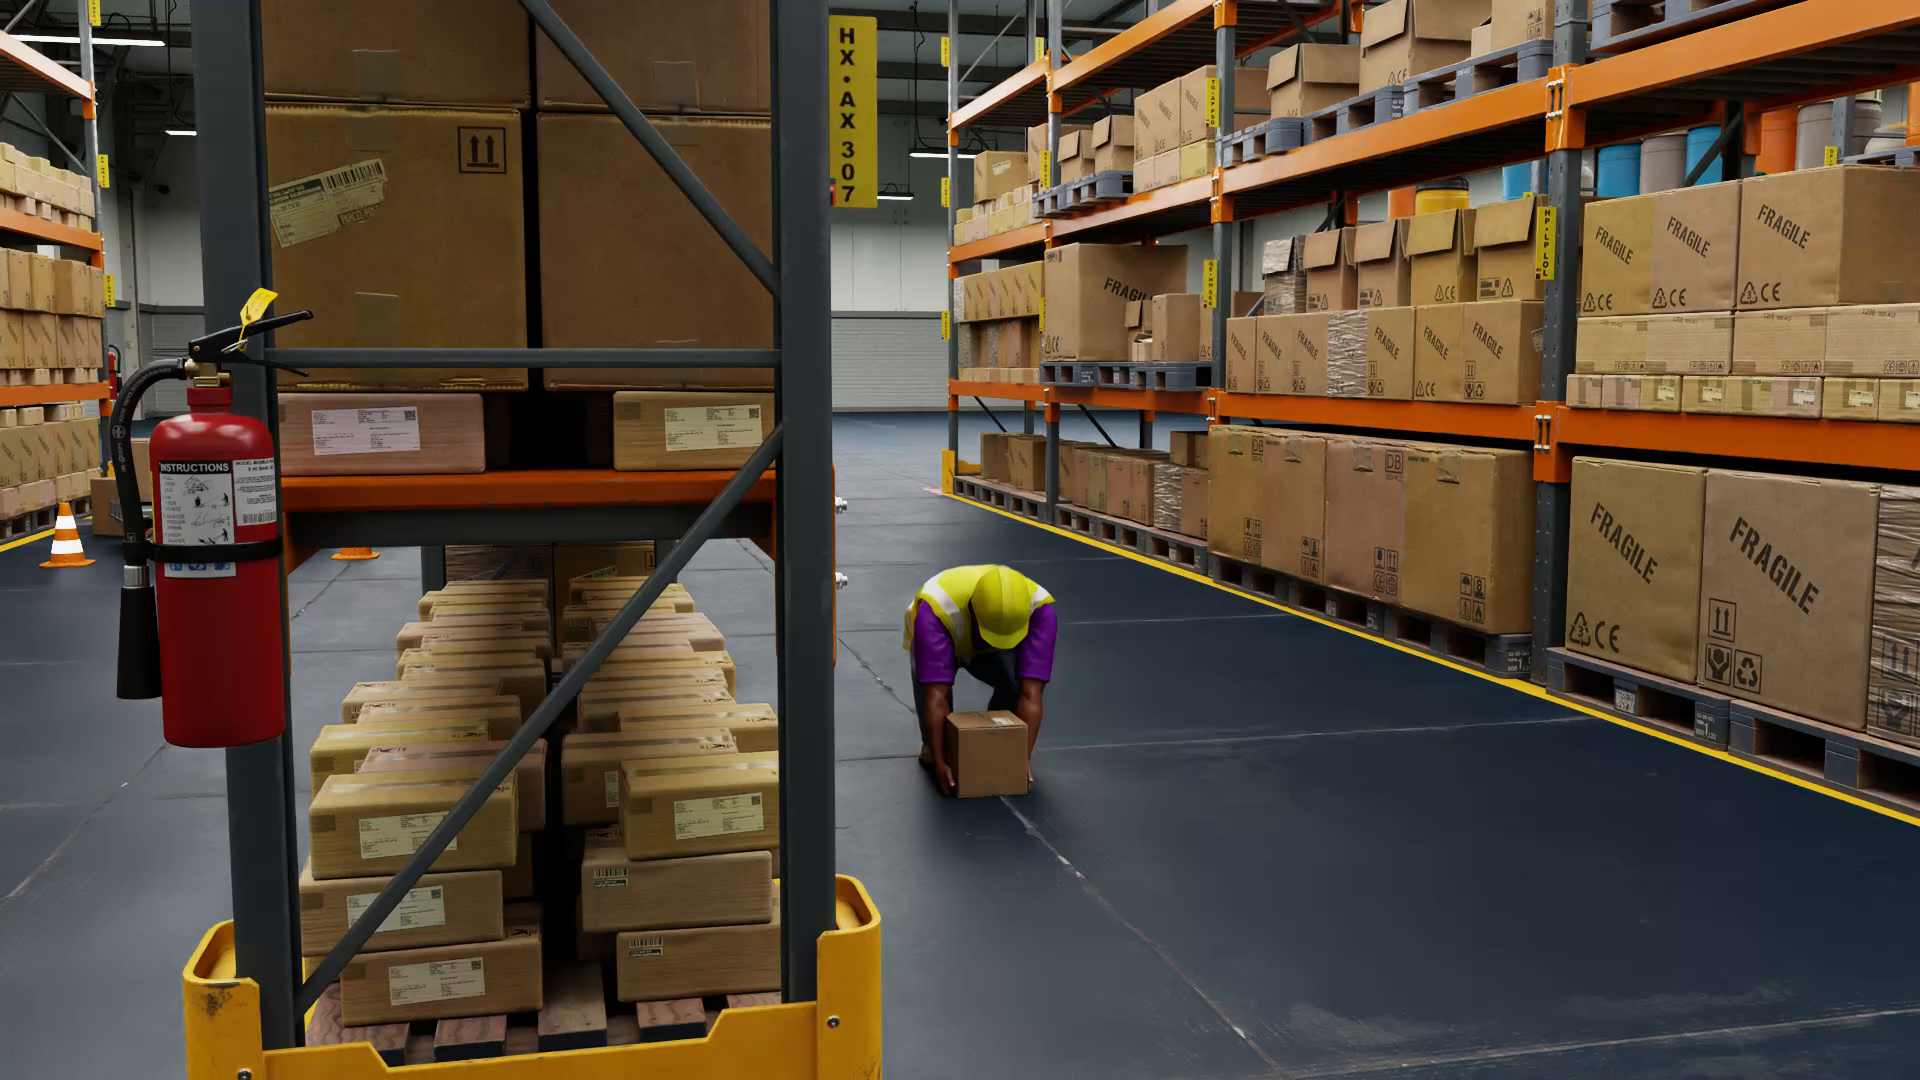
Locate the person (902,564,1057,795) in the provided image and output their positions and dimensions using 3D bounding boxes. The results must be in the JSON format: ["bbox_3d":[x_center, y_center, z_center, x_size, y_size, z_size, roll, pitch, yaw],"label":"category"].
[{"bbox_3d":[0.076,0.489,6.176,0.531,0.874,0.939,-1,6,-8],"label":"person"}]
